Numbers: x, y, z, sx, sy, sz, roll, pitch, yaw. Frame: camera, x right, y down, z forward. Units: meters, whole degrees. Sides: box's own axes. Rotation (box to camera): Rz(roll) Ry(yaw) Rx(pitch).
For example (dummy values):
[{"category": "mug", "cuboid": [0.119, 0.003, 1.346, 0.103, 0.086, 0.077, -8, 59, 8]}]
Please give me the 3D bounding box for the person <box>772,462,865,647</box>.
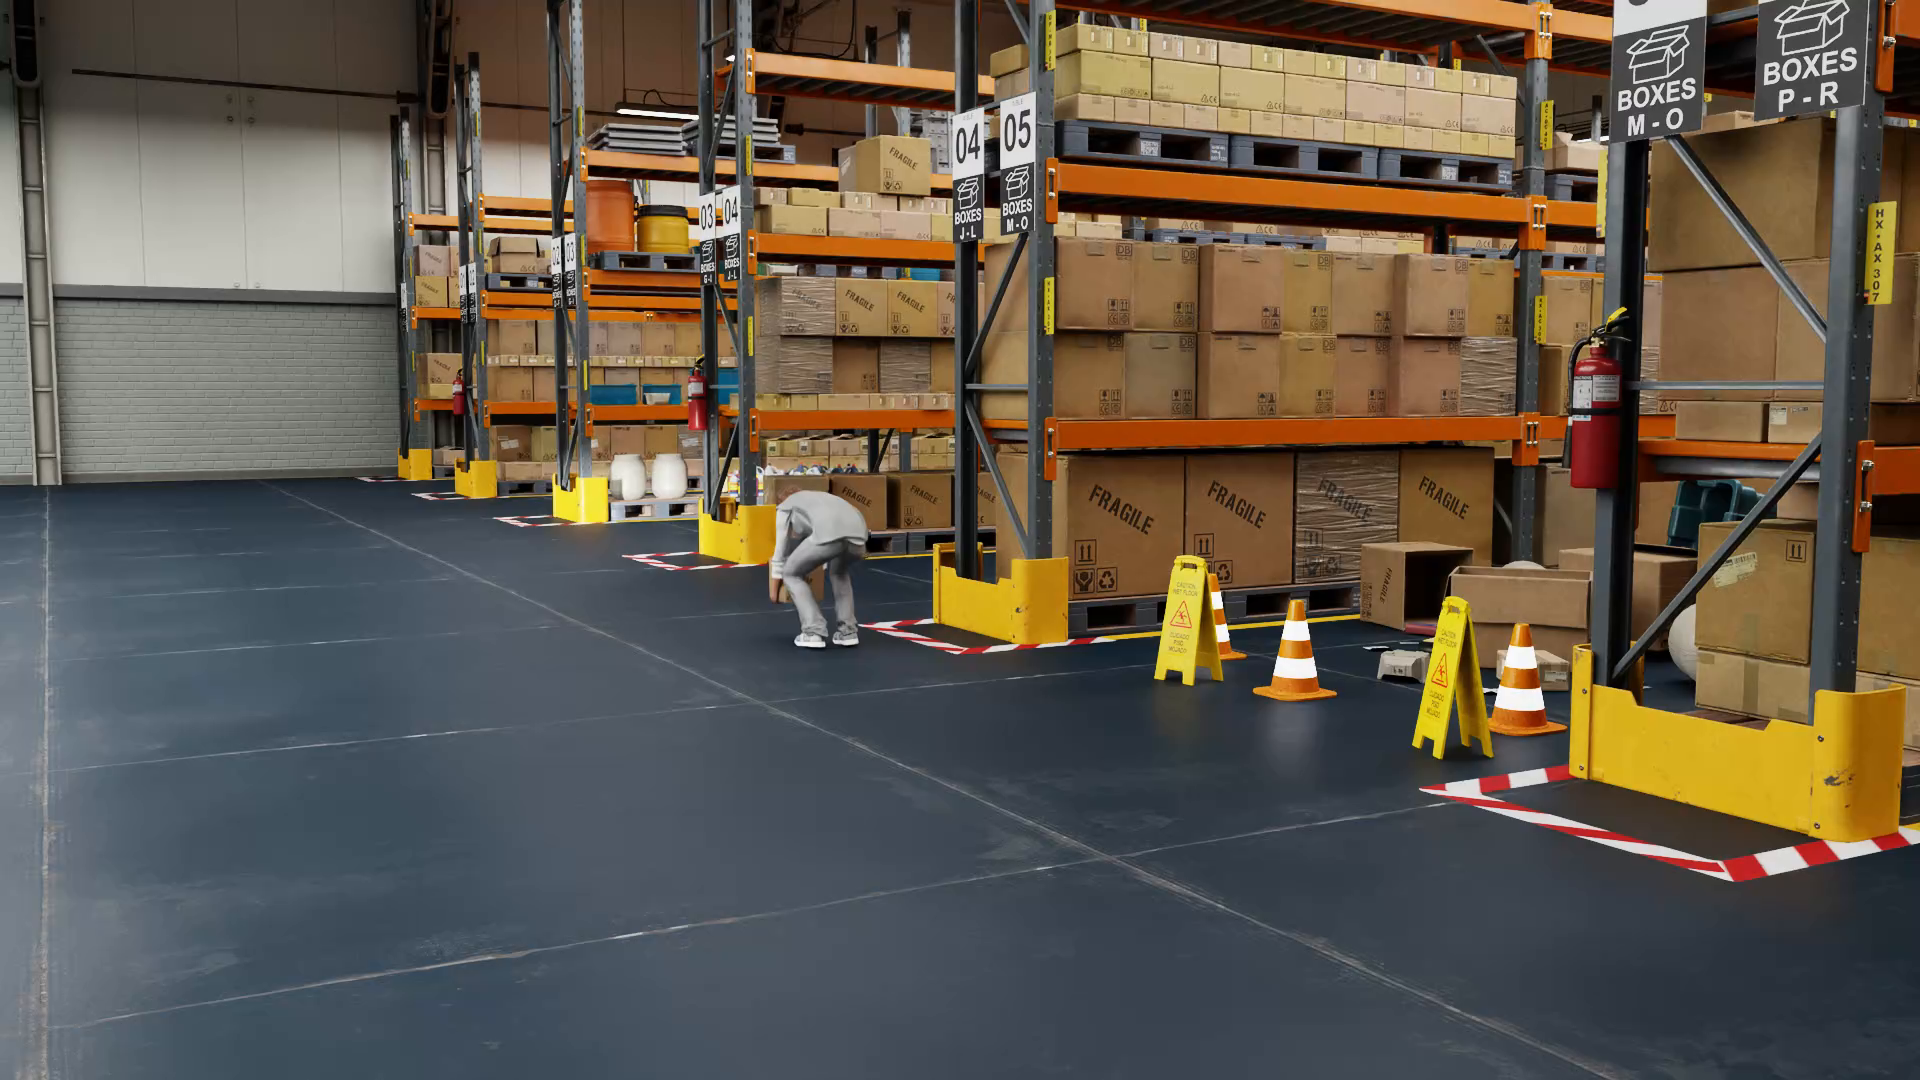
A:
[{"category": "person", "cuboid": [-0.857, 0.083, 9.793, 0.412, 1.056, 0.853, -3, 6, -31]}]
